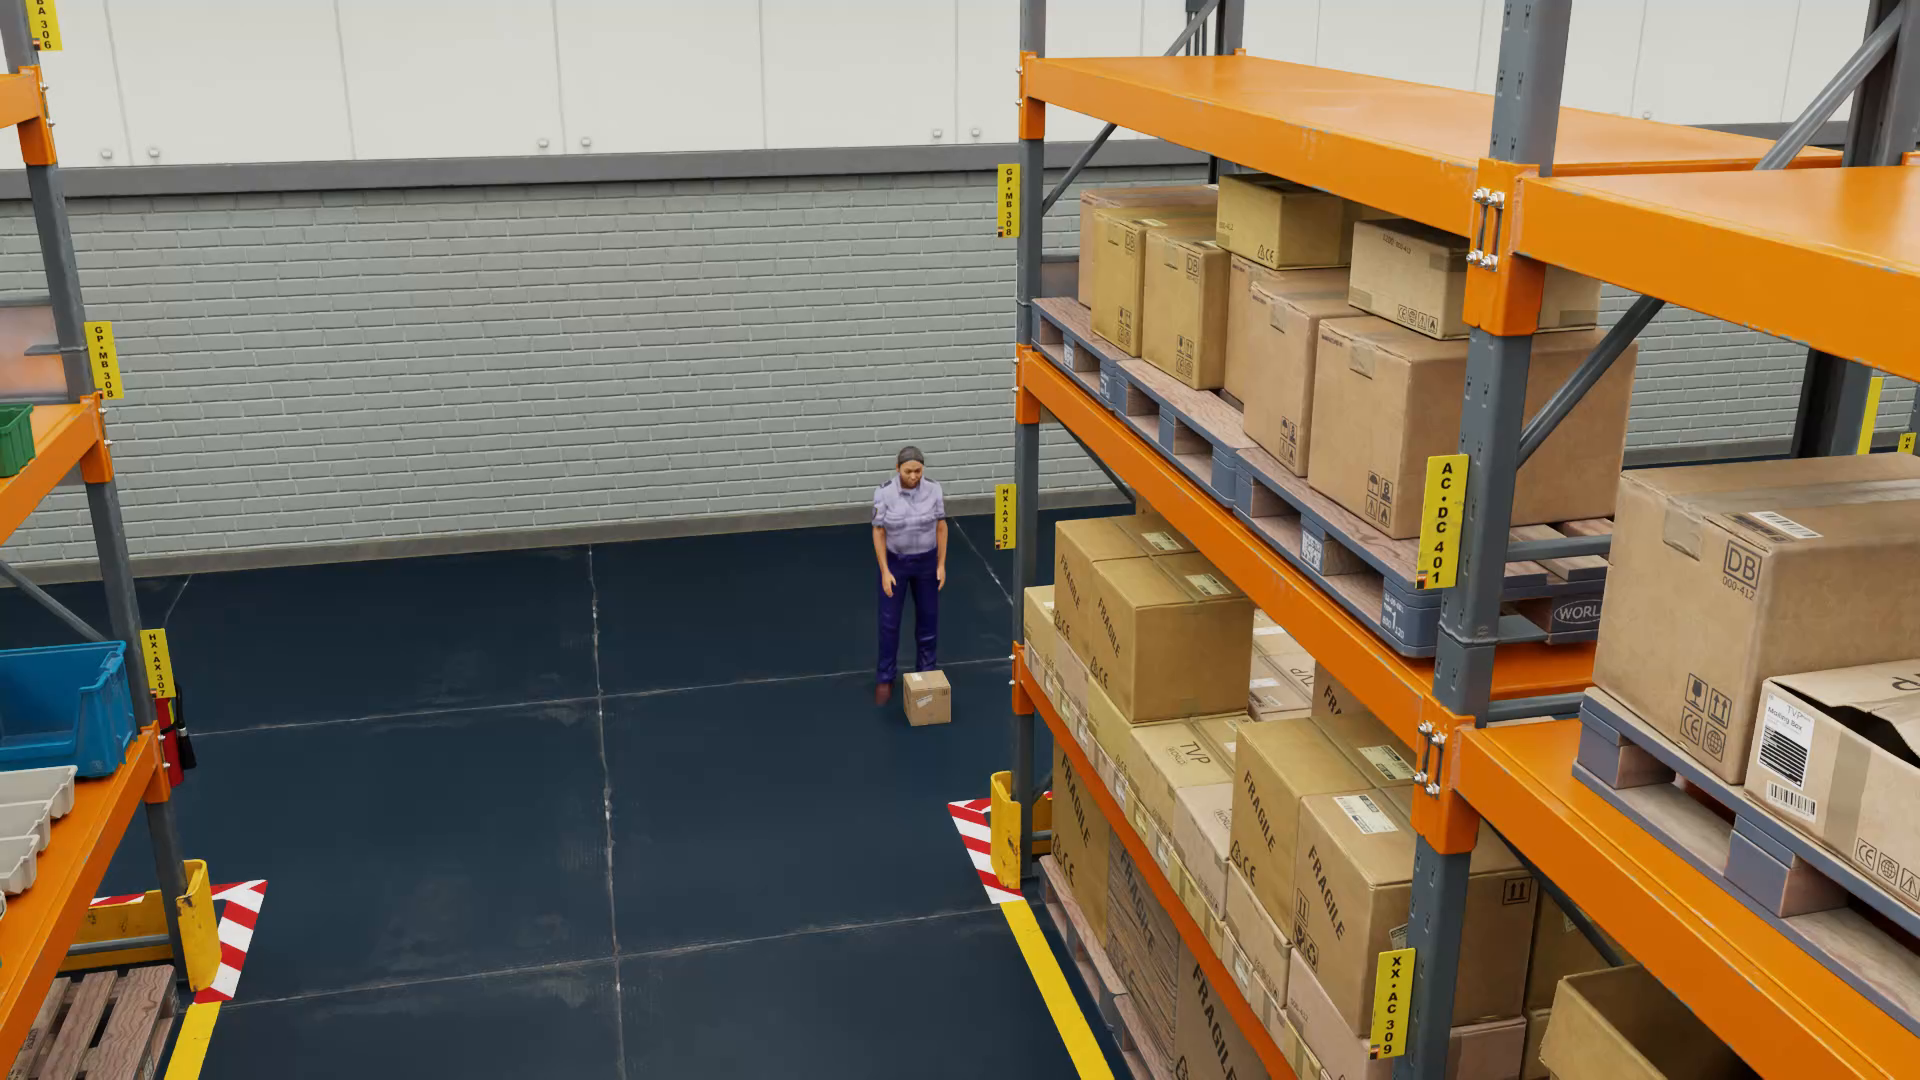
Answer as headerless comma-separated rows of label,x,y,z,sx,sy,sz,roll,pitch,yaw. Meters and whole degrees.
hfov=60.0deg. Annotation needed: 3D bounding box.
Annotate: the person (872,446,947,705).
person,-0.333,0.202,10.551,0.526,1.676,0.411,-5,20,-12
